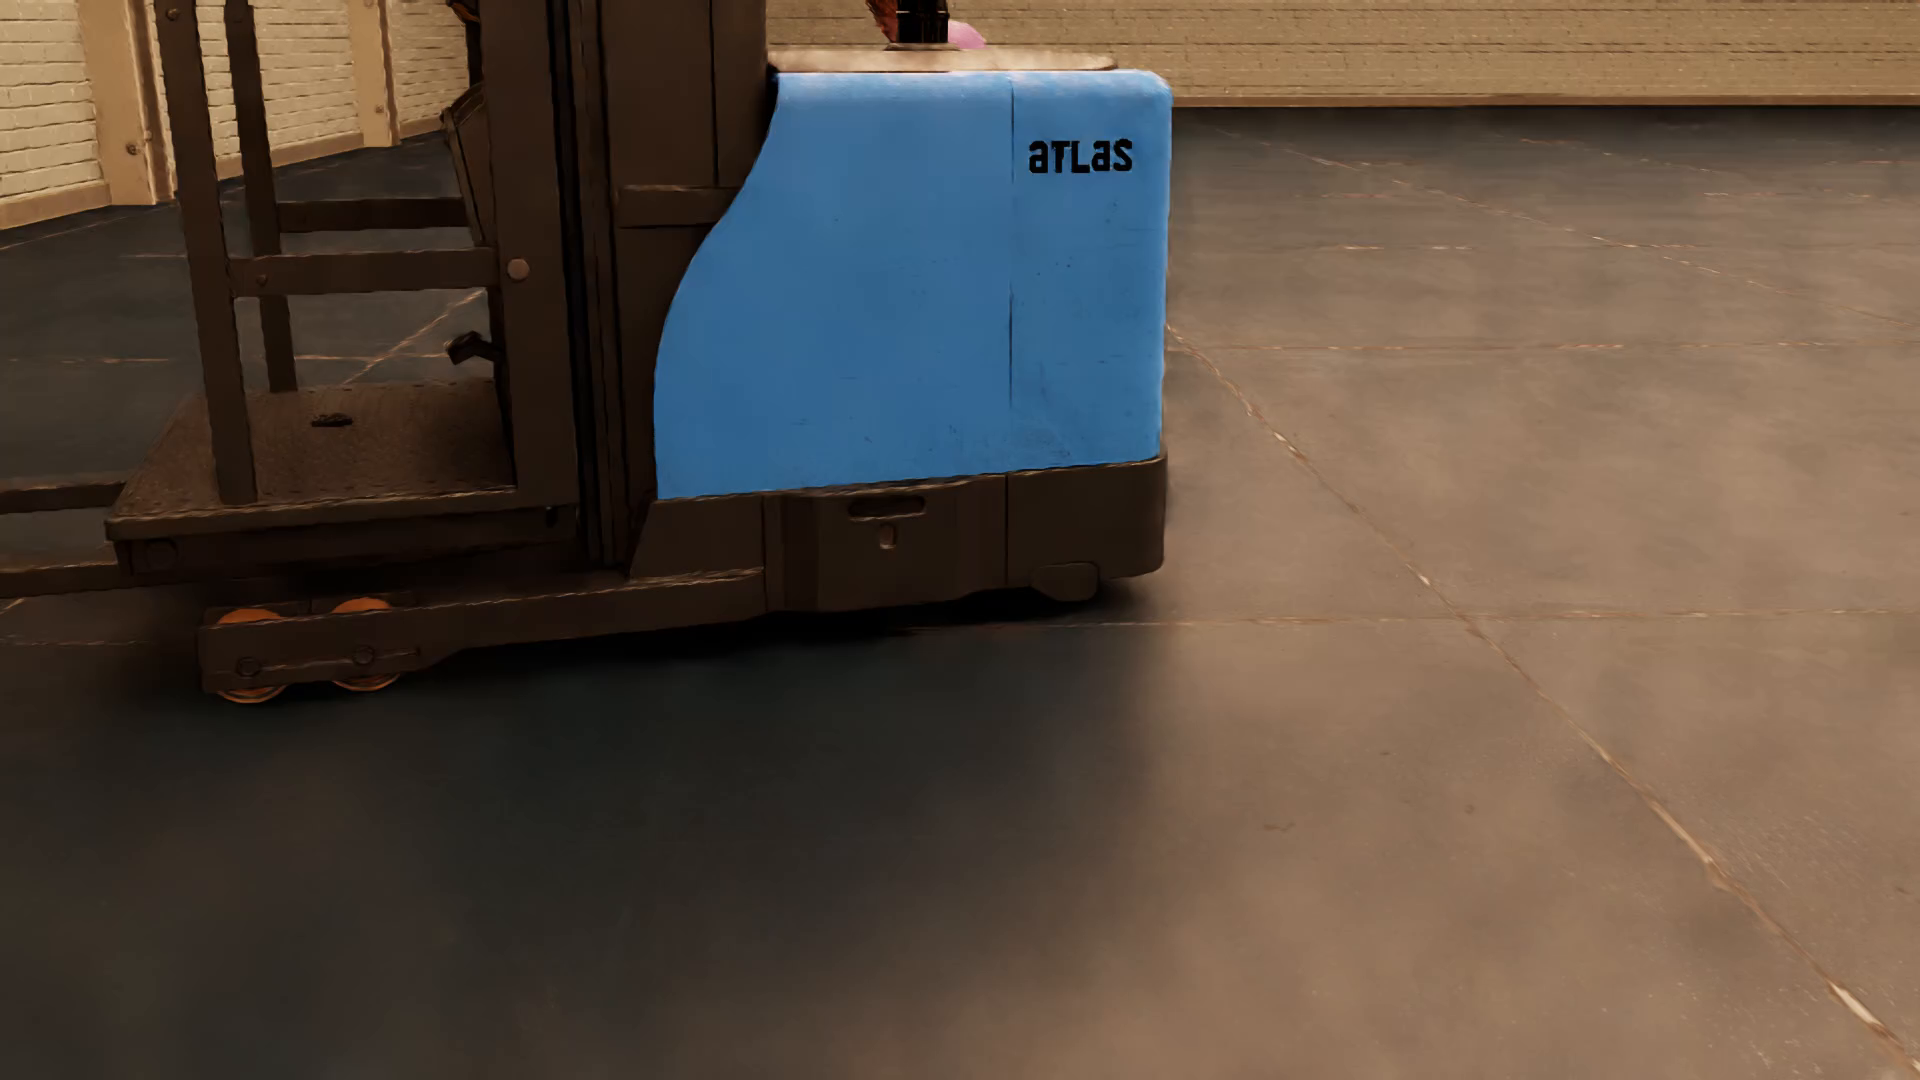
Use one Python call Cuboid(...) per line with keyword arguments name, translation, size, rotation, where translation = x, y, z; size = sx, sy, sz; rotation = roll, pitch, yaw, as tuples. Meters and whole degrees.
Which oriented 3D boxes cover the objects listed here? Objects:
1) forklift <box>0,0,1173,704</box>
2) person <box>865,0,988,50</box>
Cuboid(name="forklift", translation=(-1.146, -1.283, 3.100), size=(3.031, 2.935, 1.130), rotation=(-5, 18, -16))
Cuboid(name="person", translation=(-0.078, -1.012, 4.943), size=(0.539, 1.385, 0.811), rotation=(-7, 18, -22))
